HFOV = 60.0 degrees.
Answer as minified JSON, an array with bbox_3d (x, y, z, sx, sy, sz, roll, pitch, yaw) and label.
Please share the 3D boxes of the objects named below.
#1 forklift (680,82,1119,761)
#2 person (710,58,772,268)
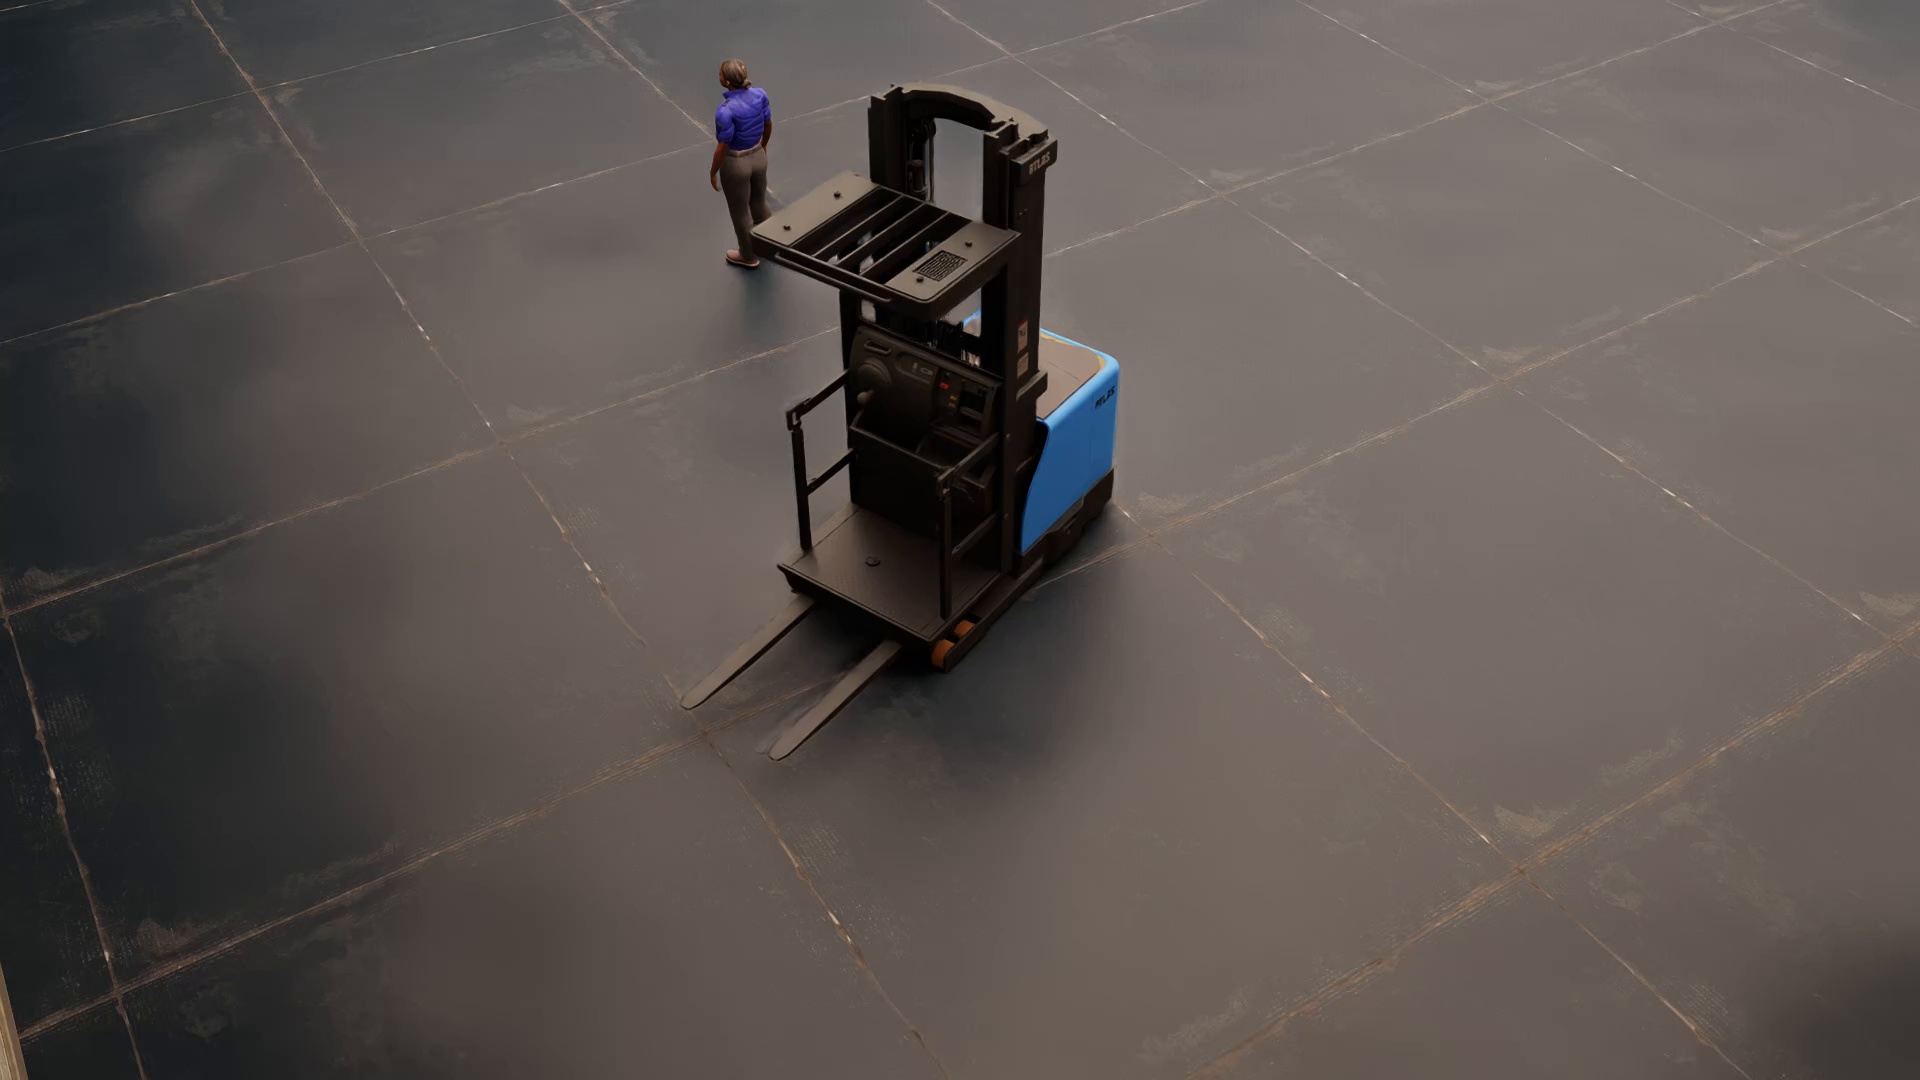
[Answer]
[{"bbox_3d":[-0.324,-0.746,8.725,1.130,2.935,3.031,25,47,26],"label":"forklift"},{"bbox_3d":[-1.606,-2.733,11.957,0.504,1.654,0.569,30,50,30],"label":"person"}]
